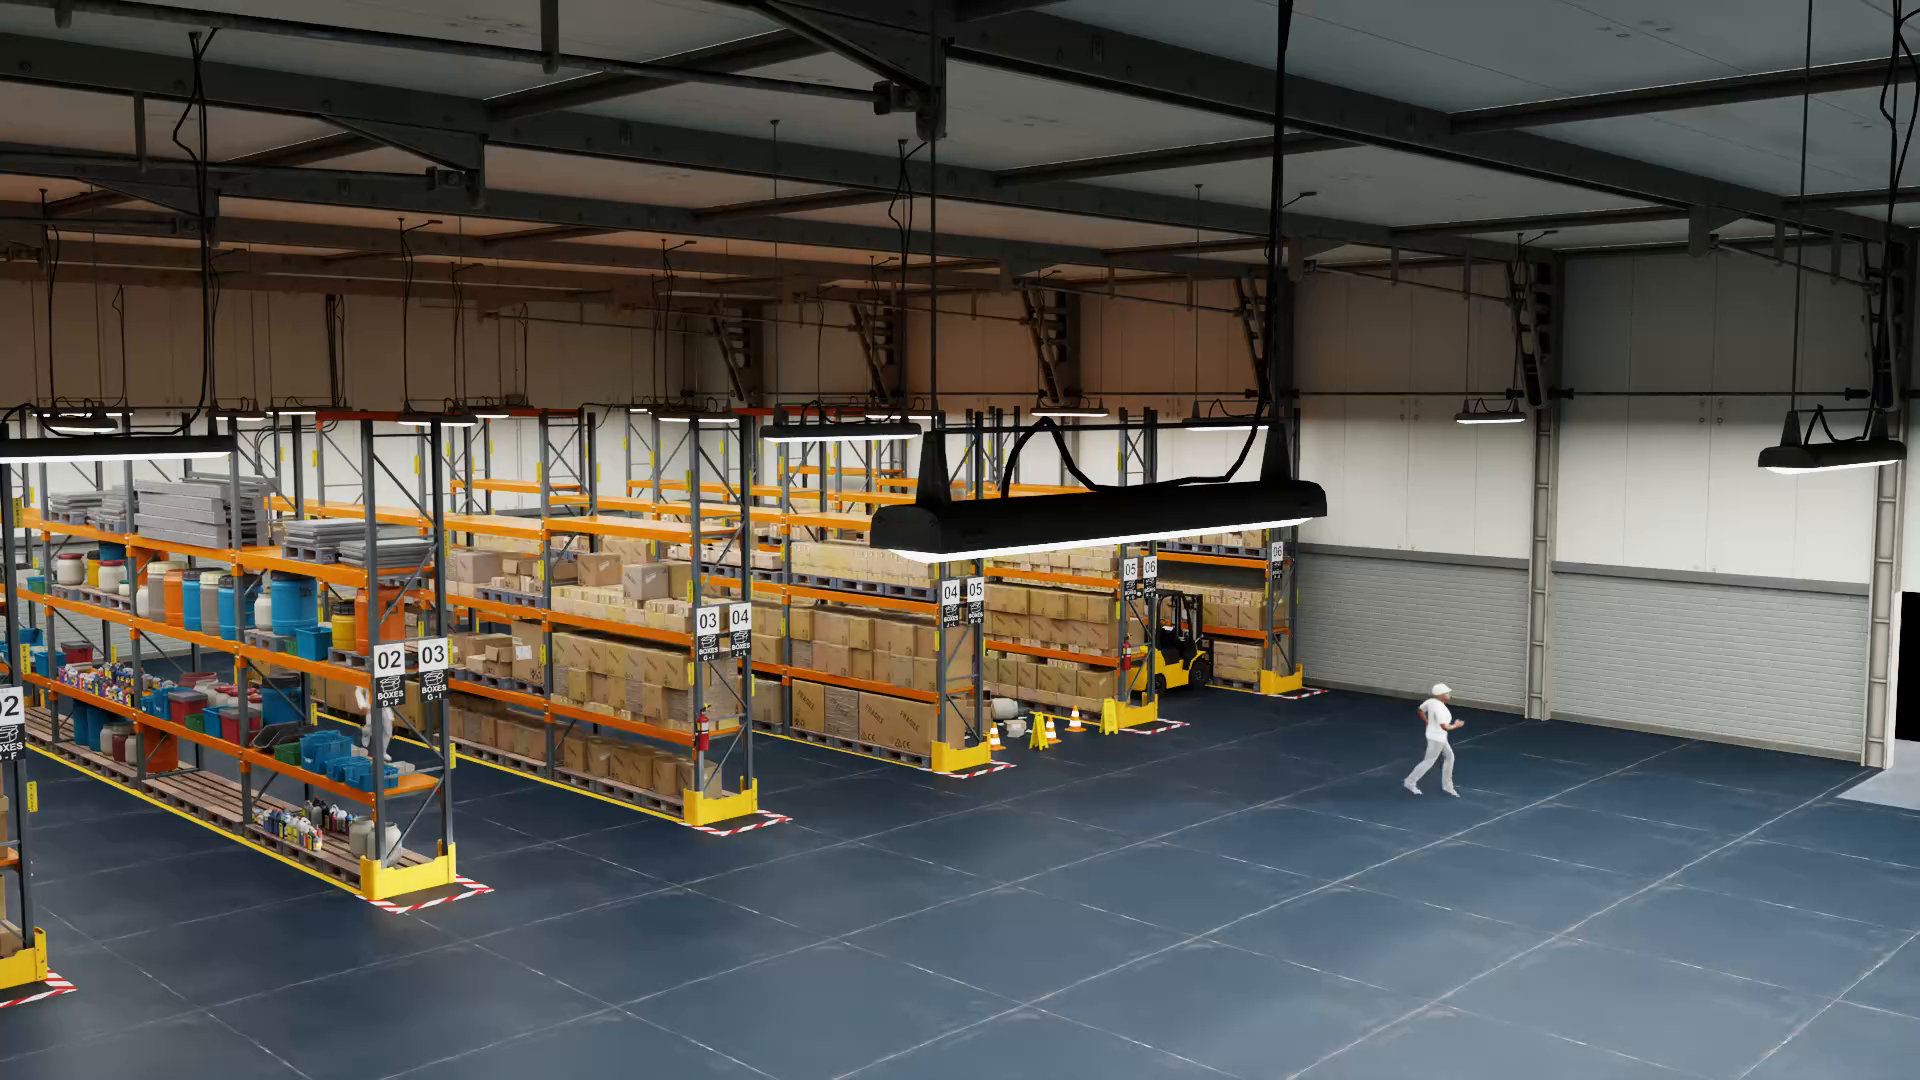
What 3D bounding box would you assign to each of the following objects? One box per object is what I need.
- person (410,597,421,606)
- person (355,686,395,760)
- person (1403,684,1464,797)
[{"bbox_3d":[-12.650,2.057,38.629,0.684,1.728,0.642,-1,5,-8],"label":"person"},{"bbox_3d":[-10.091,2.927,28.814,0.717,1.714,0.681,-4,7,-41],"label":"person"},{"bbox_3d":[7.409,3.146,26.049,0.911,1.812,0.711,1,5,8],"label":"person"}]
